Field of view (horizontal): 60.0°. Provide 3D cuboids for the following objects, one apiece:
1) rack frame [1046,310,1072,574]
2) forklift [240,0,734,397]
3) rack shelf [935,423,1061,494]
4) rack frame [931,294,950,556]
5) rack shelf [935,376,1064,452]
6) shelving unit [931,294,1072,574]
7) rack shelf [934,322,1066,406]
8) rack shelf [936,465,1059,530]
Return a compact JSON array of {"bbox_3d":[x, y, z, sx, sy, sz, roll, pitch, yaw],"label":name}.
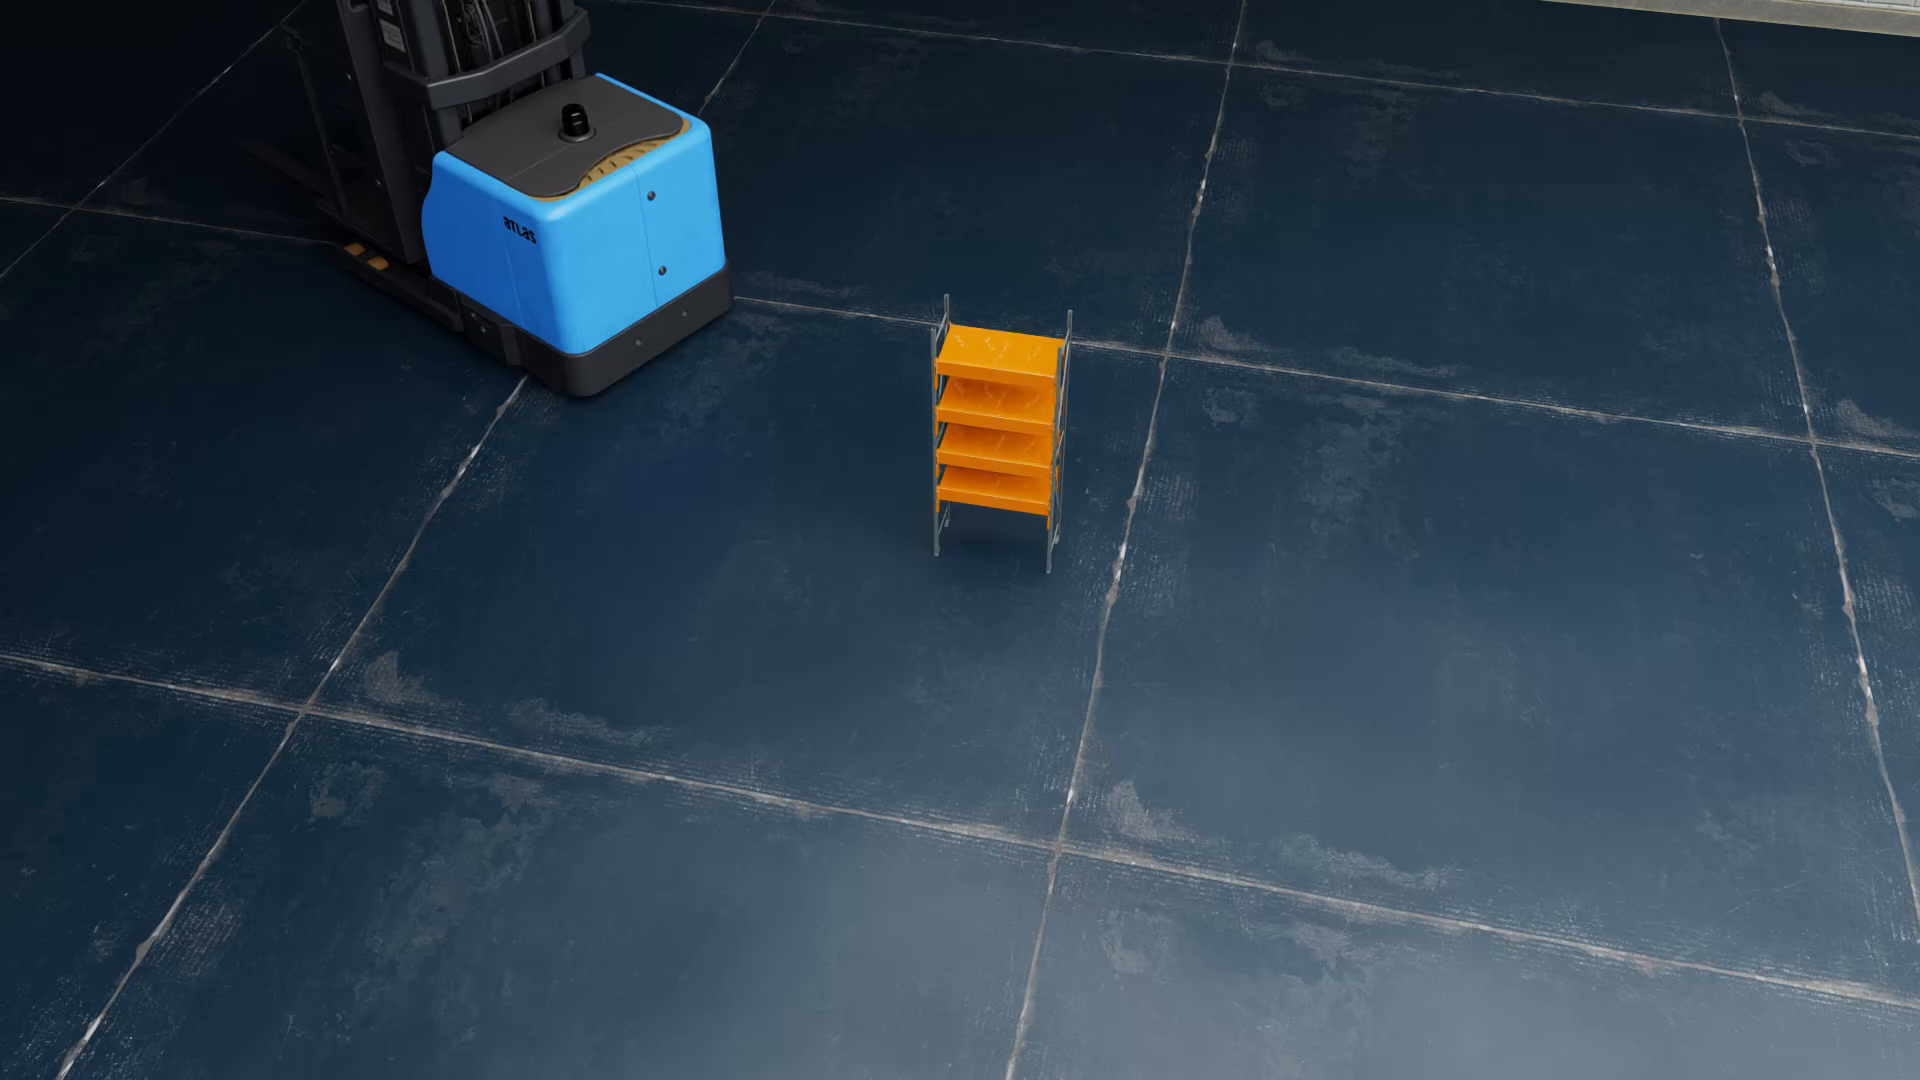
[{"bbox_3d":[0.400,-0.370,6.730,0.015,1.200,0.240,9,45,9],"label":"rack frame"},{"bbox_3d":[-2.593,-2.596,7.793,3.031,2.935,1.130,30,51,27],"label":"forklift"},{"bbox_3d":[0.162,-0.359,6.815,0.480,0.148,0.258,9,45,9],"label":"rack shelf"},{"bbox_3d":[-0.077,-0.444,6.806,0.015,1.200,0.240,9,45,9],"label":"rack frame"},{"bbox_3d":[0.162,-0.520,6.659,0.480,0.148,0.258,9,45,9],"label":"rack shelf"},{"bbox_3d":[0.162,-0.407,6.768,0.503,1.200,0.258,9,45,9],"label":"shelving unit"},{"bbox_3d":[0.162,-0.690,6.495,0.480,0.148,0.258,9,45,9],"label":"rack shelf"},{"bbox_3d":[0.162,-0.216,6.952,0.480,0.148,0.258,9,45,9],"label":"rack shelf"}]
